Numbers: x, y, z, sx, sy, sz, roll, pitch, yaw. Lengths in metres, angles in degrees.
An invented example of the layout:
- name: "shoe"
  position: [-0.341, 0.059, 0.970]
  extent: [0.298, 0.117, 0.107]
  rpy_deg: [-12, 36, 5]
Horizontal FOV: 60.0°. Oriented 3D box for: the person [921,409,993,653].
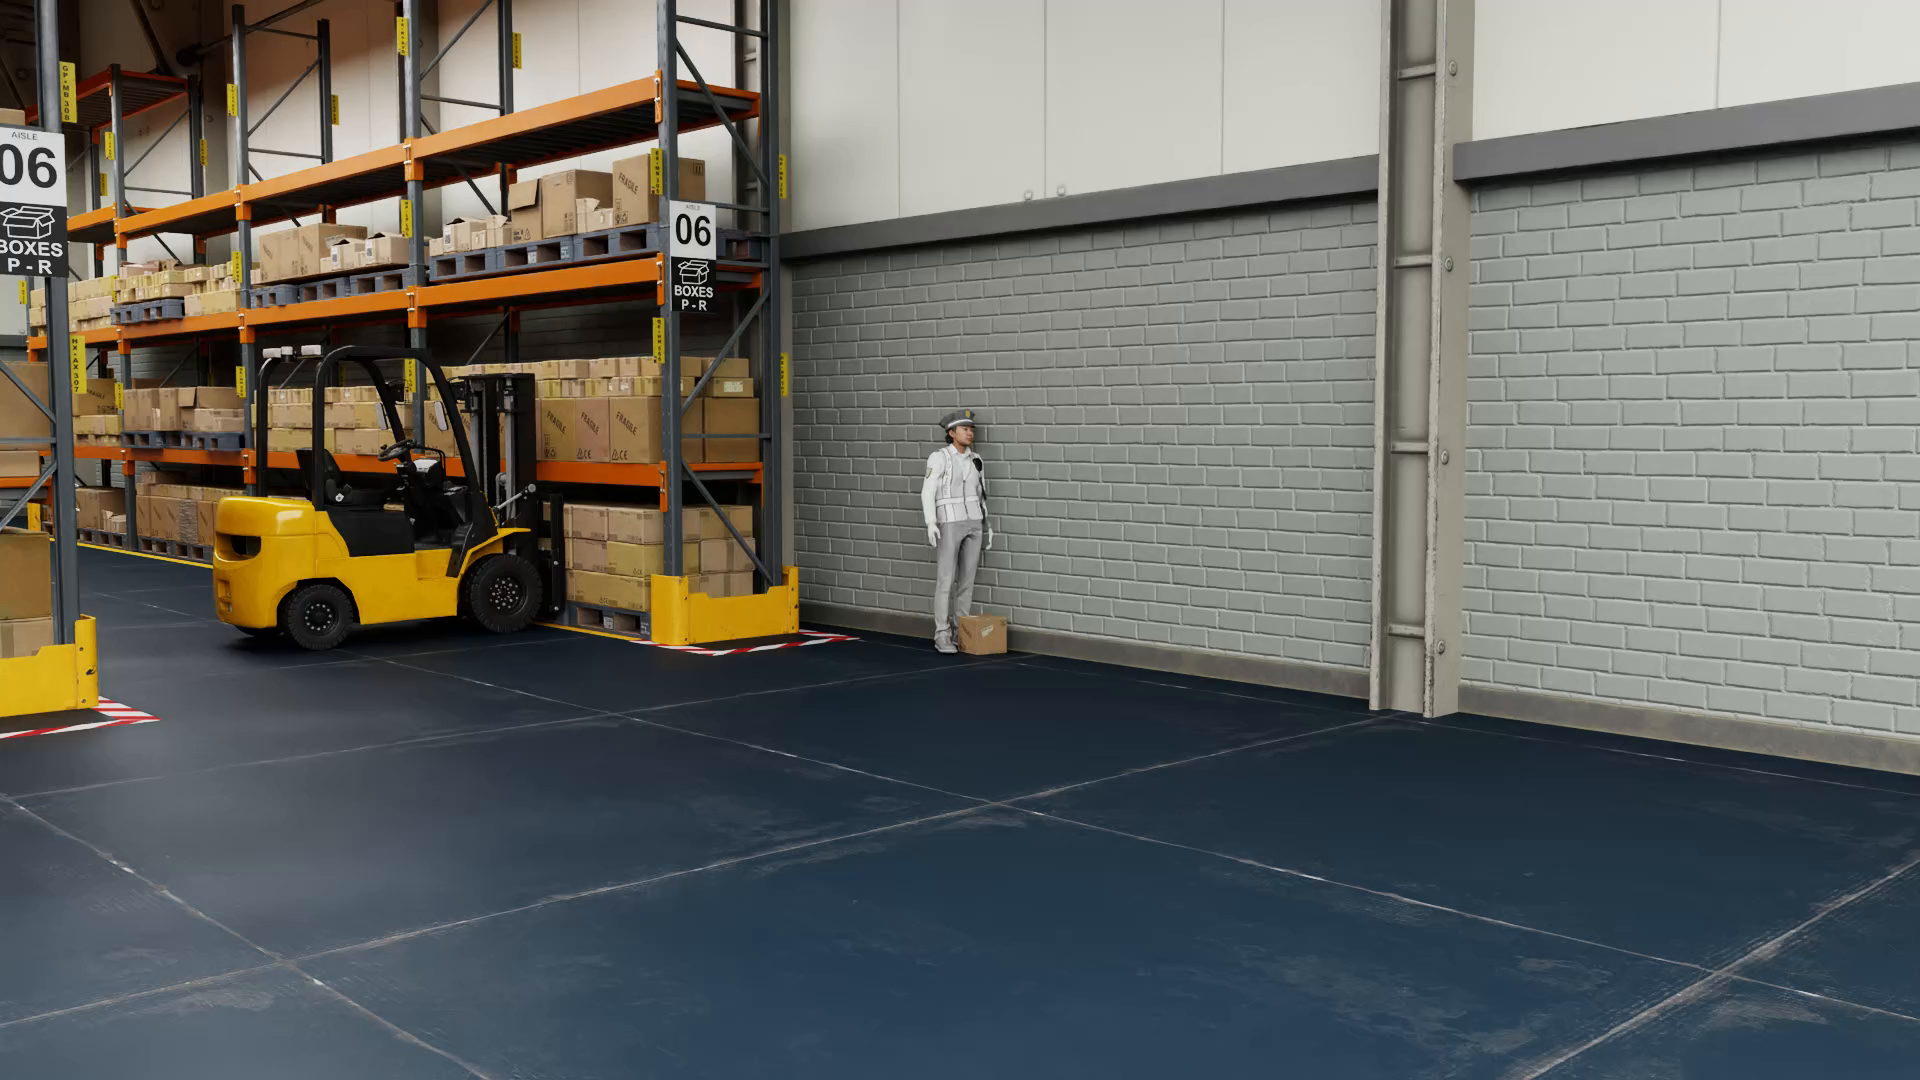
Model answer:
- name: "person"
  position: [0.026, -0.078, 11.781]
  extent: [0.588, 1.697, 0.534]
  rpy_deg: [-2, 5, -31]
